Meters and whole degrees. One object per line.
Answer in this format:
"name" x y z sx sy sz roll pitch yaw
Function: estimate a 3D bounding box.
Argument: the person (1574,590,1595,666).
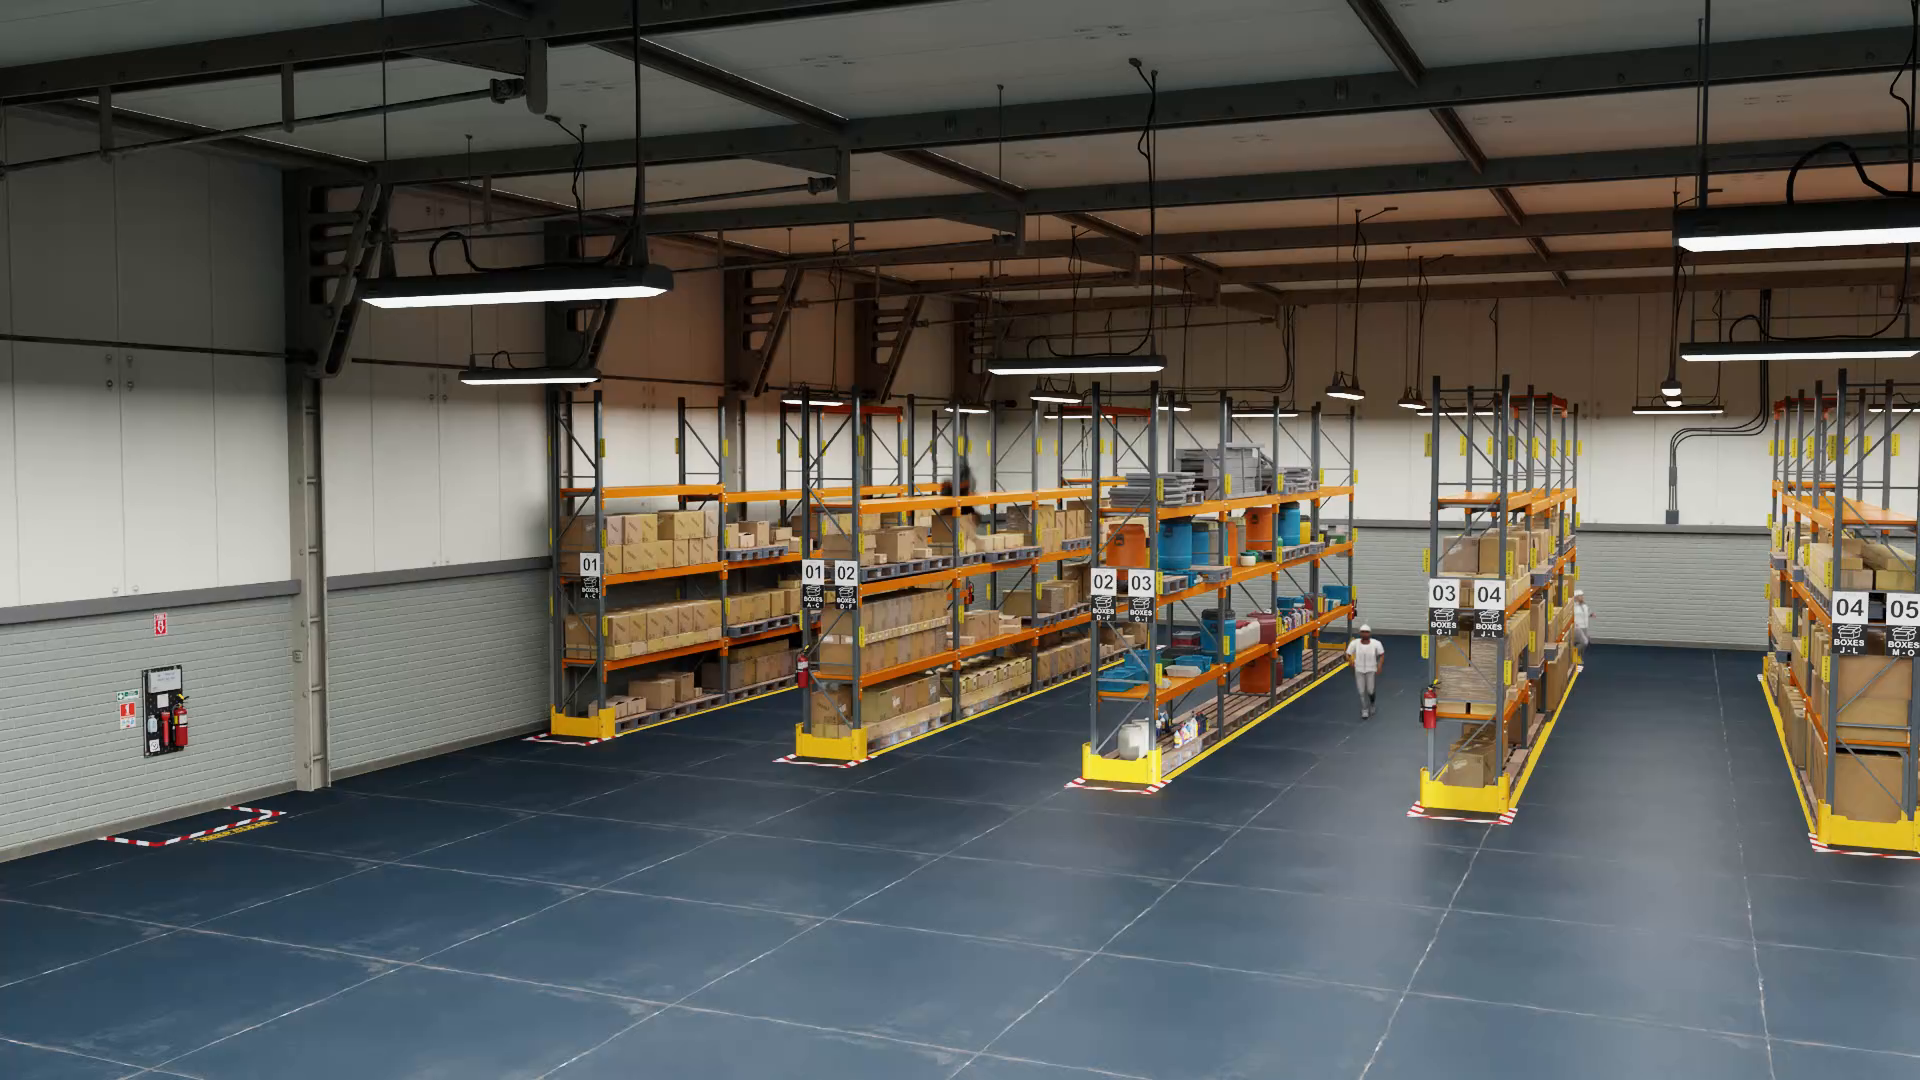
"person" 14.270 2.023 38.271 0.663 1.766 0.668 -2 4 -32

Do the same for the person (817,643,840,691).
"person" -2.362 2.459 30.368 0.626 1.863 0.785 1 3 21

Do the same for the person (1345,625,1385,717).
"person" 7.493 2.430 30.814 0.704 1.726 0.570 1 3 18
